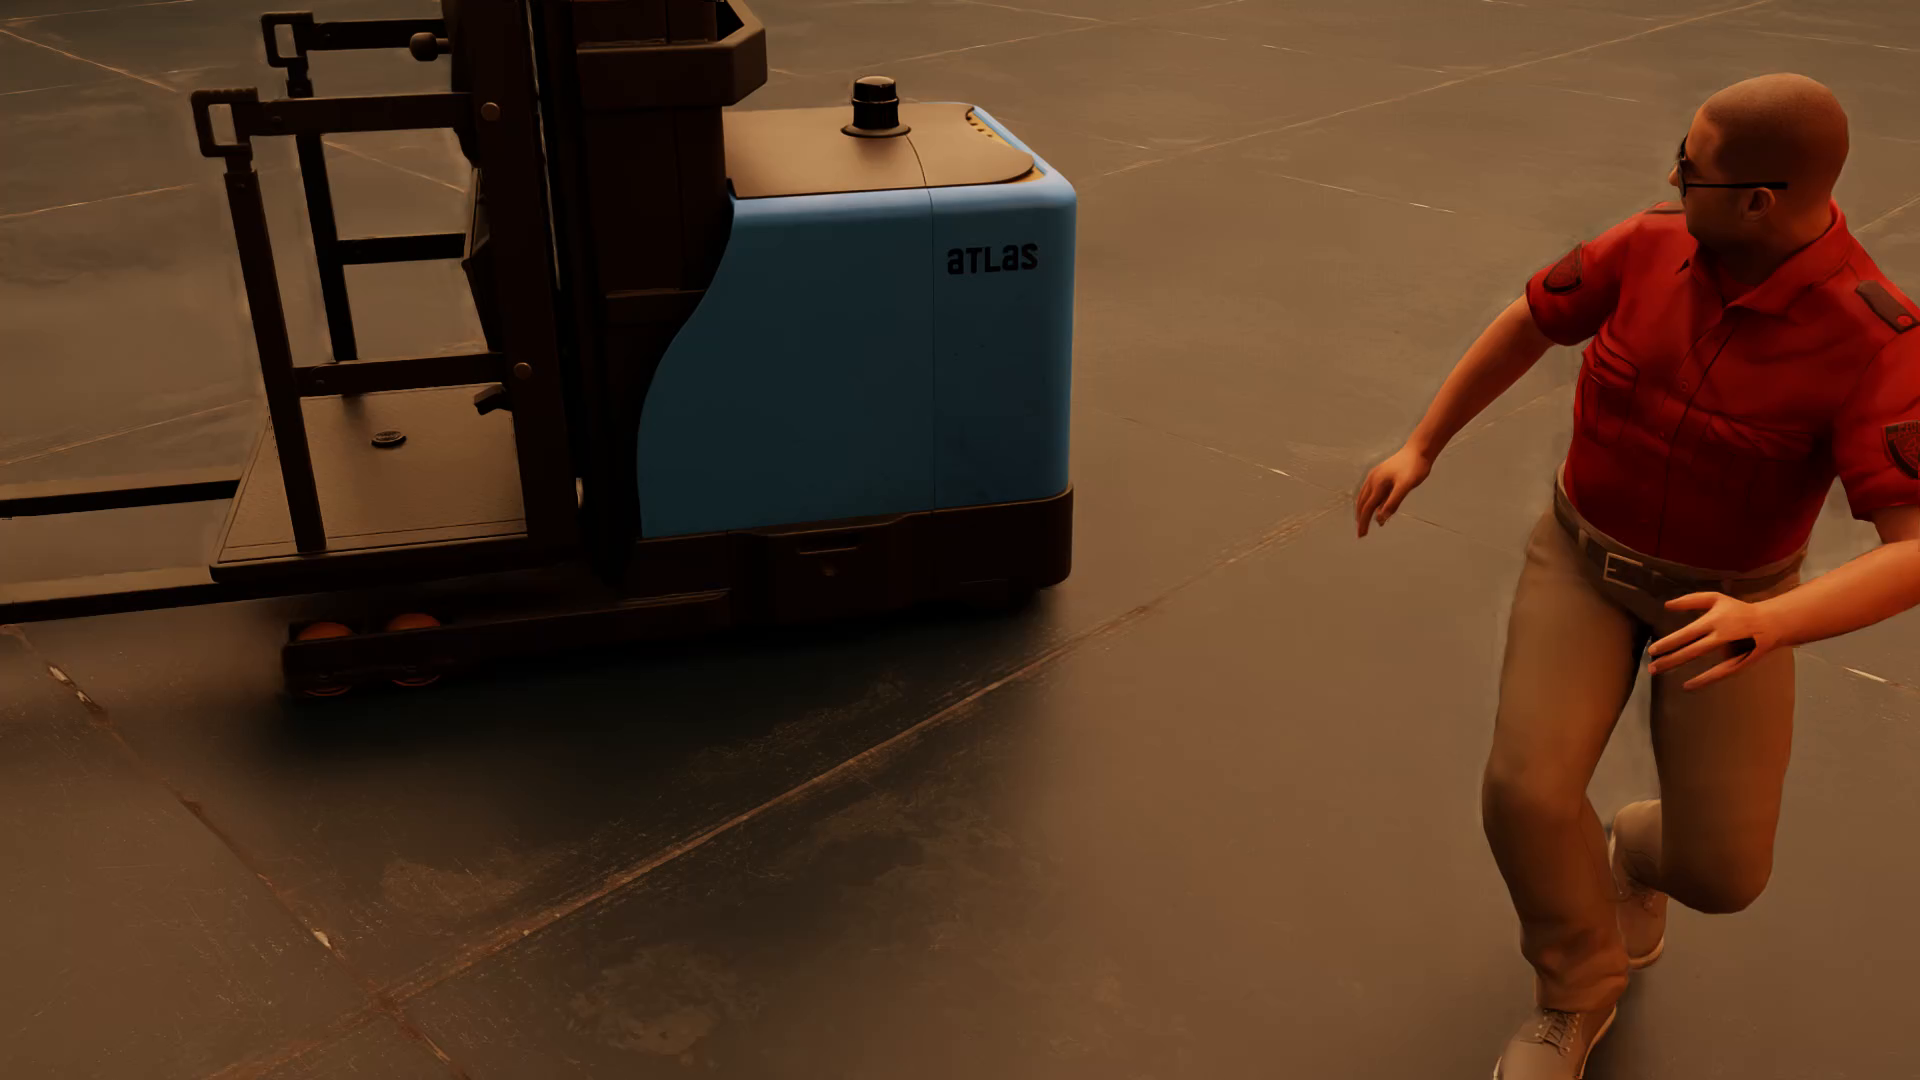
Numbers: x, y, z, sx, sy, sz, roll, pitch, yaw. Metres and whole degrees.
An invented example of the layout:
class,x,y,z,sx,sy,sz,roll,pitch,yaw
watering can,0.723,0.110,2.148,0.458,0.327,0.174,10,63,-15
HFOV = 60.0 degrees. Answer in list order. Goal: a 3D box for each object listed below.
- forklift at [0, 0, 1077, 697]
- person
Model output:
class,x,y,z,sx,sy,sz,roll,pitch,yaw
forklift,-1.292,-1.213,3.687,3.031,2.935,1.130,-6,27,-12
person,0.984,0.098,2.540,0.886,1.604,0.864,18,32,33
